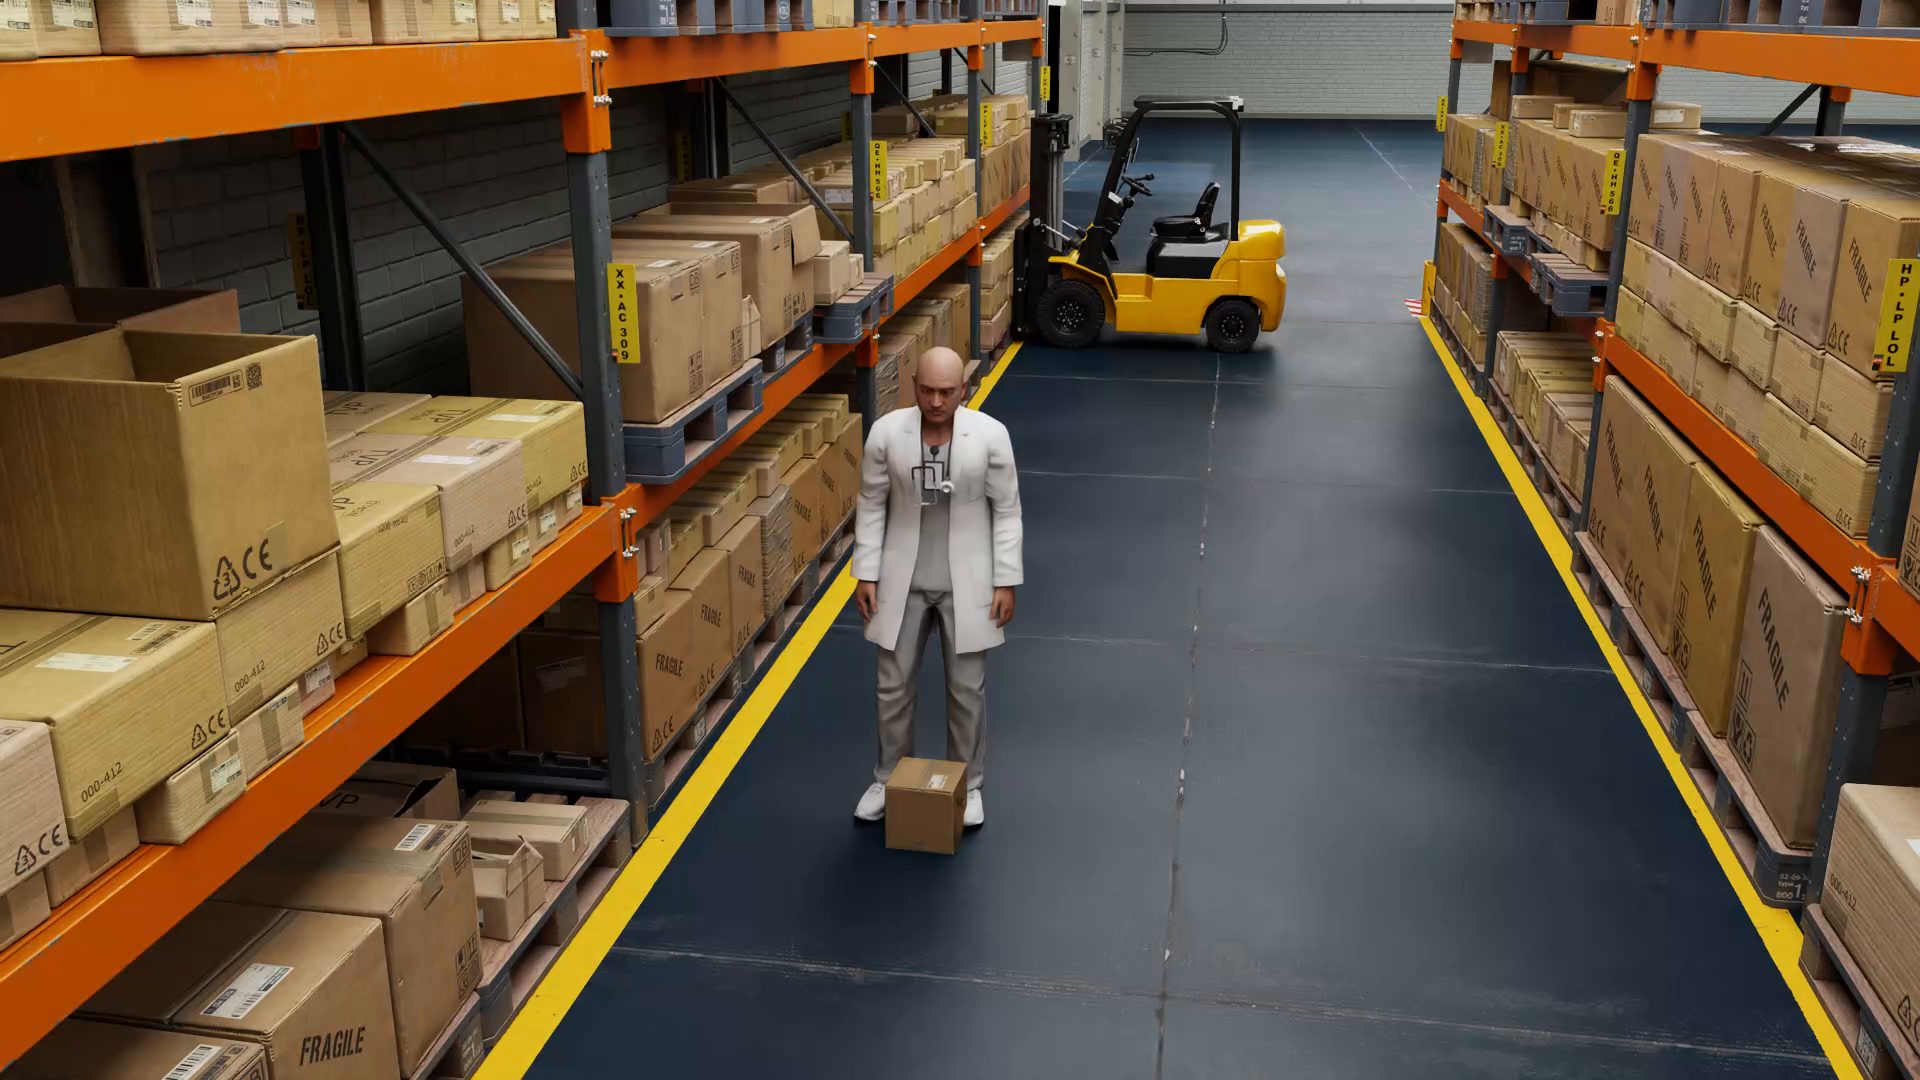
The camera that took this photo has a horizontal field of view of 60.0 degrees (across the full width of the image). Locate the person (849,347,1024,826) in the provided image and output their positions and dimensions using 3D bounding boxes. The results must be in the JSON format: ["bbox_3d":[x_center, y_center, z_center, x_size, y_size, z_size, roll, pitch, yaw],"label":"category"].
[{"bbox_3d":[-0.091,0.164,6.062,0.628,1.773,0.428,2,18,7],"label":"person"}]
